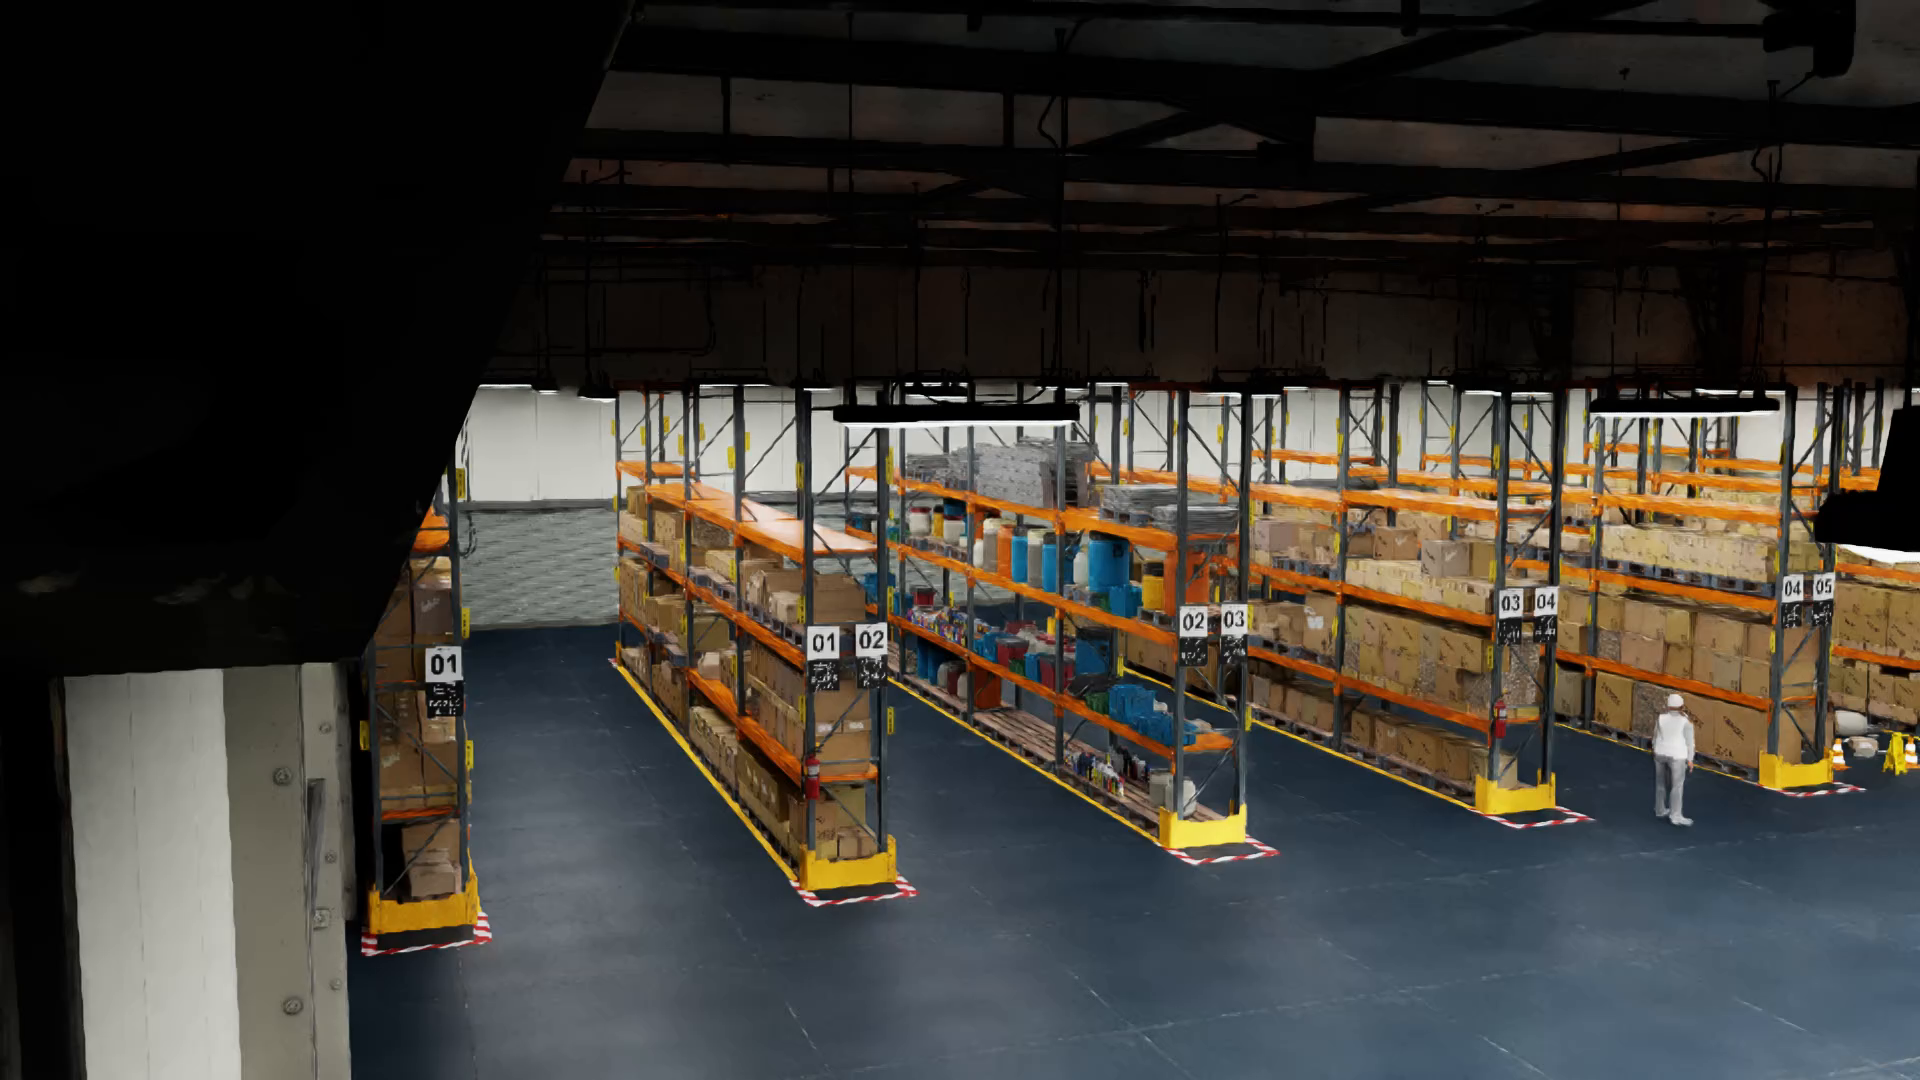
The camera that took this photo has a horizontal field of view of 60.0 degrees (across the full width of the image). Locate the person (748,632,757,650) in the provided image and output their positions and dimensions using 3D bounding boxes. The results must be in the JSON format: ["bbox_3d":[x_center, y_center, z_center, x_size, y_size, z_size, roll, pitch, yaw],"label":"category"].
[{"bbox_3d":[-4.345,1.817,34.957,0.489,1.641,0.651,-3,7,-25],"label":"person"}]

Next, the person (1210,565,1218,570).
[{"bbox_3d":[5.761,1.420,38.375,0.729,1.733,0.546,-2,6,-21],"label":"person"}]

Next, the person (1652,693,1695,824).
[{"bbox_3d":[9.892,2.999,23.033,0.463,1.782,0.598,-5,8,-41],"label":"person"}]
